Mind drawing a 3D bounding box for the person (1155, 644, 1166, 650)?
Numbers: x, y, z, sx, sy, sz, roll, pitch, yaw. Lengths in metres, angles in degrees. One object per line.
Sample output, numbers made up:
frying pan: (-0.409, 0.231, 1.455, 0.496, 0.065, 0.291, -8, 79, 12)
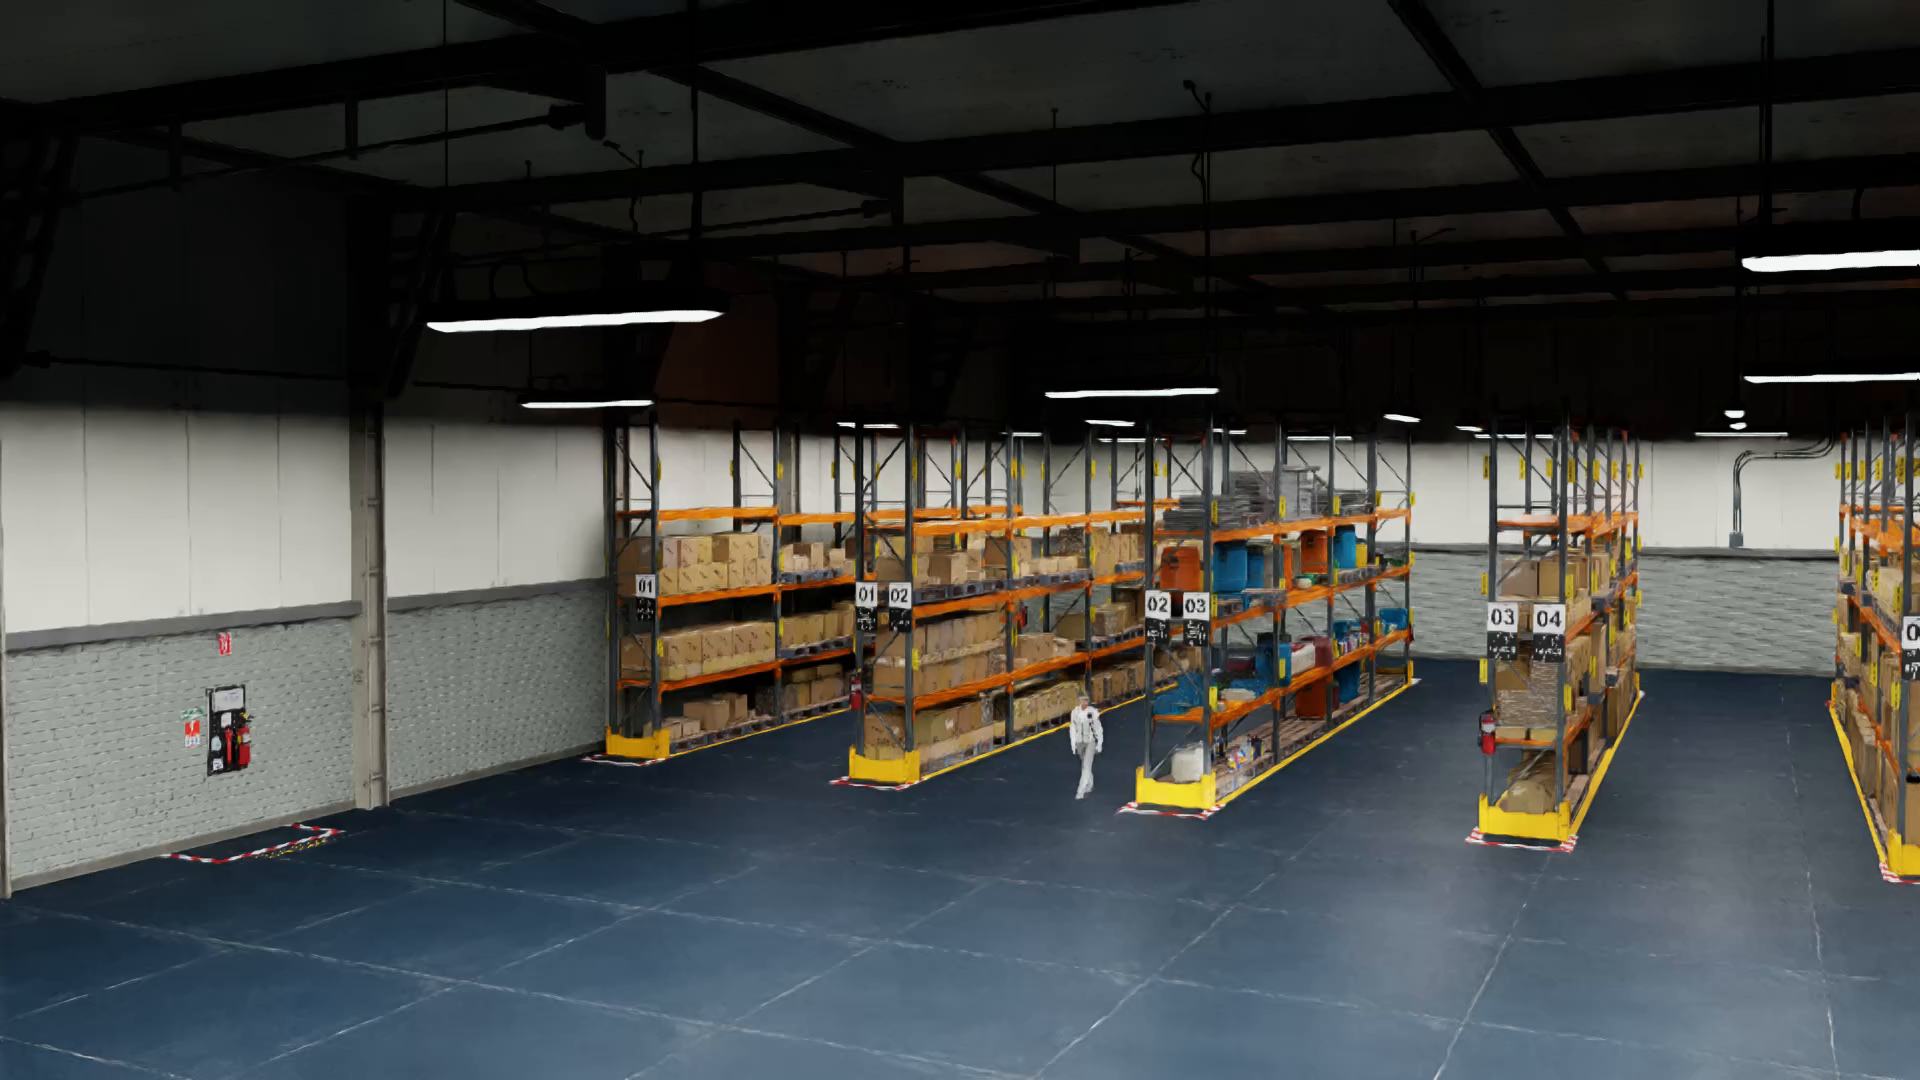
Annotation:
person: (5.174, 2.303, 42.912, 0.737, 1.765, 0.560, -1, 3, -29)

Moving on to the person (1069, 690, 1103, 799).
person: (1.916, 3.096, 25.436, 0.481, 1.618, 0.946, 1, 3, 24)
